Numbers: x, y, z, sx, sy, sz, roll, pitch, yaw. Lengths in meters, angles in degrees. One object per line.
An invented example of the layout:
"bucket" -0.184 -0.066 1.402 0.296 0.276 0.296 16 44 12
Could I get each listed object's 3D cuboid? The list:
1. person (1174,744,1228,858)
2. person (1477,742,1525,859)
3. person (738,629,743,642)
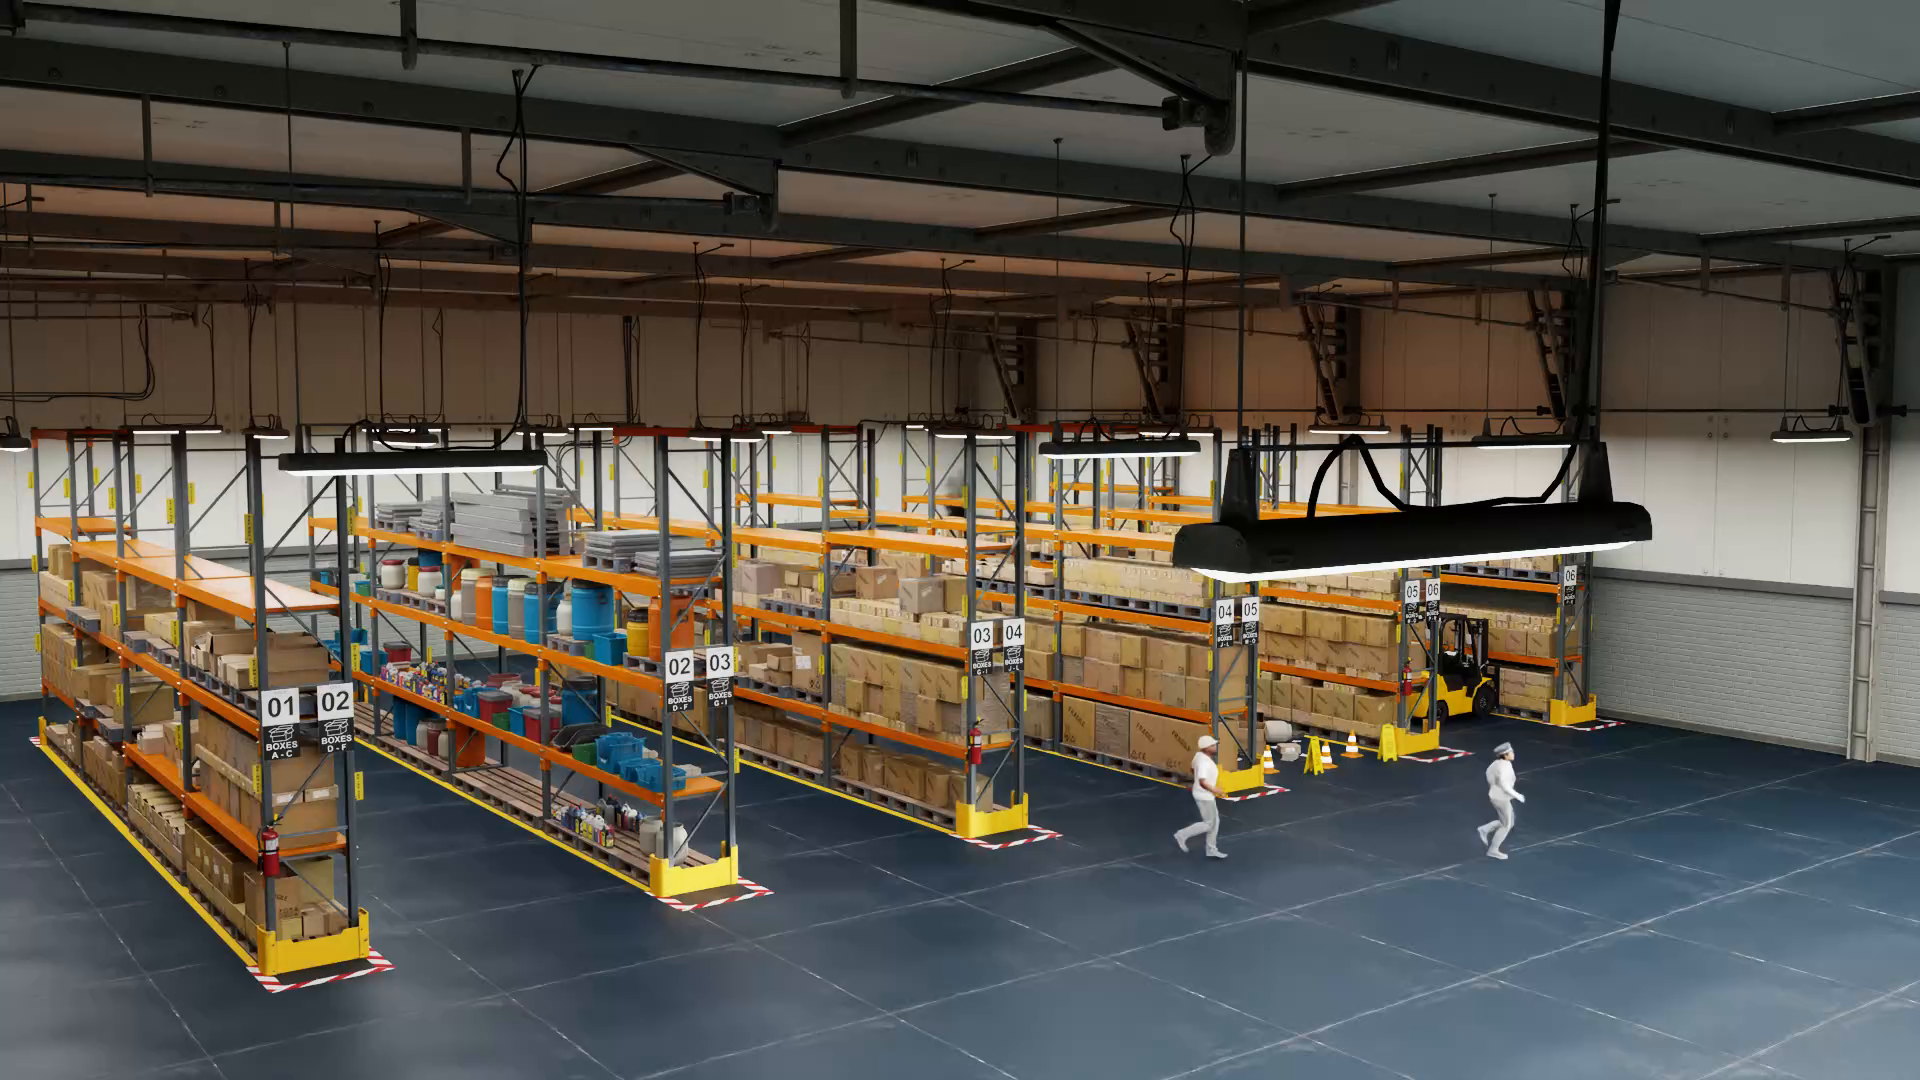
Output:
"person" 3.405 3.647 23.504 0.782 1.714 0.706 0 4 1
"person" 7.651 3.667 23.523 0.615 1.661 0.637 0 4 5
"person" -4.696 2.739 35.058 0.564 1.754 0.794 -4 6 -42
